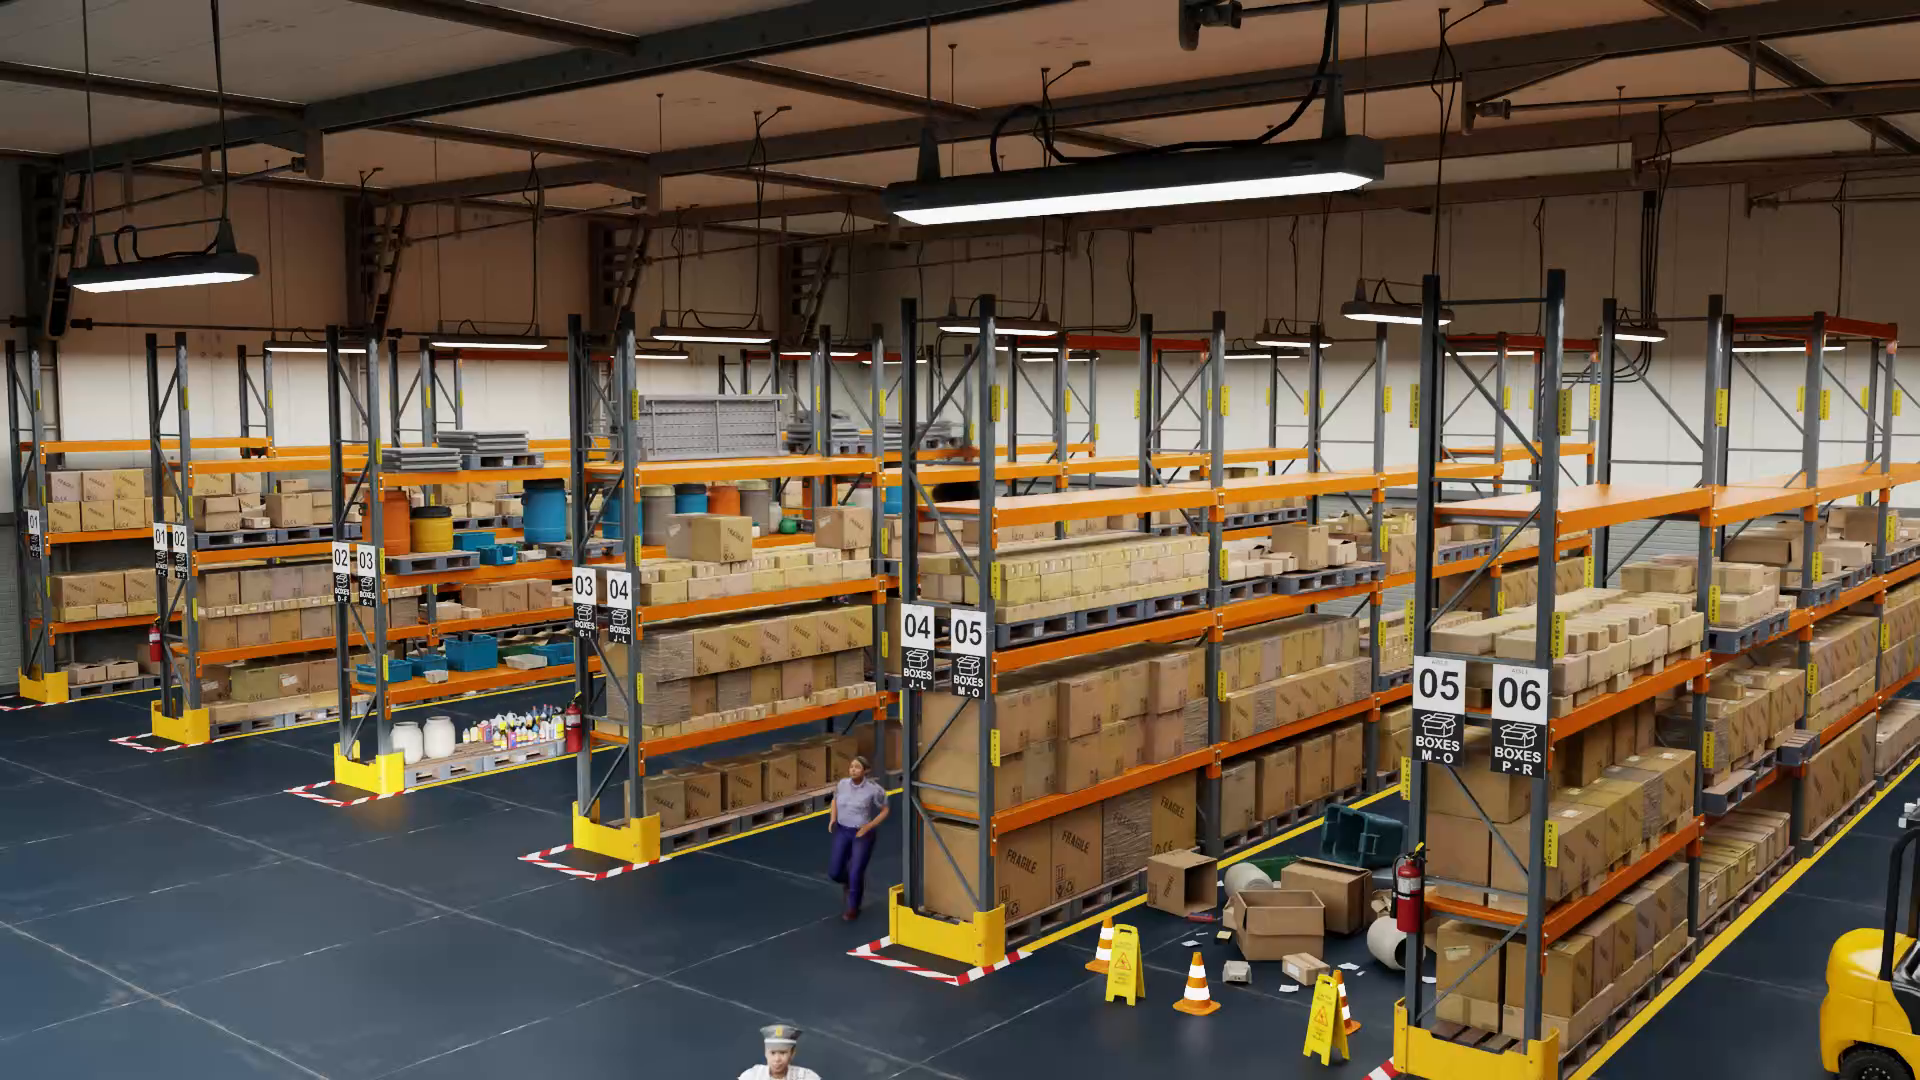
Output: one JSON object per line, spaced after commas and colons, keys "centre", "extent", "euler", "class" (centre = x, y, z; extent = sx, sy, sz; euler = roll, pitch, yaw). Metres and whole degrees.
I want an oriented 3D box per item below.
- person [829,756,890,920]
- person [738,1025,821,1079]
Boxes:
{"centre": [-0.997, 2.909, 16.350], "extent": [0.632, 1.603, 0.532], "euler": [2, 6, 21], "class": "person"}
{"centre": [-1.002, 3.499, 9.273], "extent": [0.624, 1.666, 0.577], "euler": [0, 5, -5], "class": "person"}
